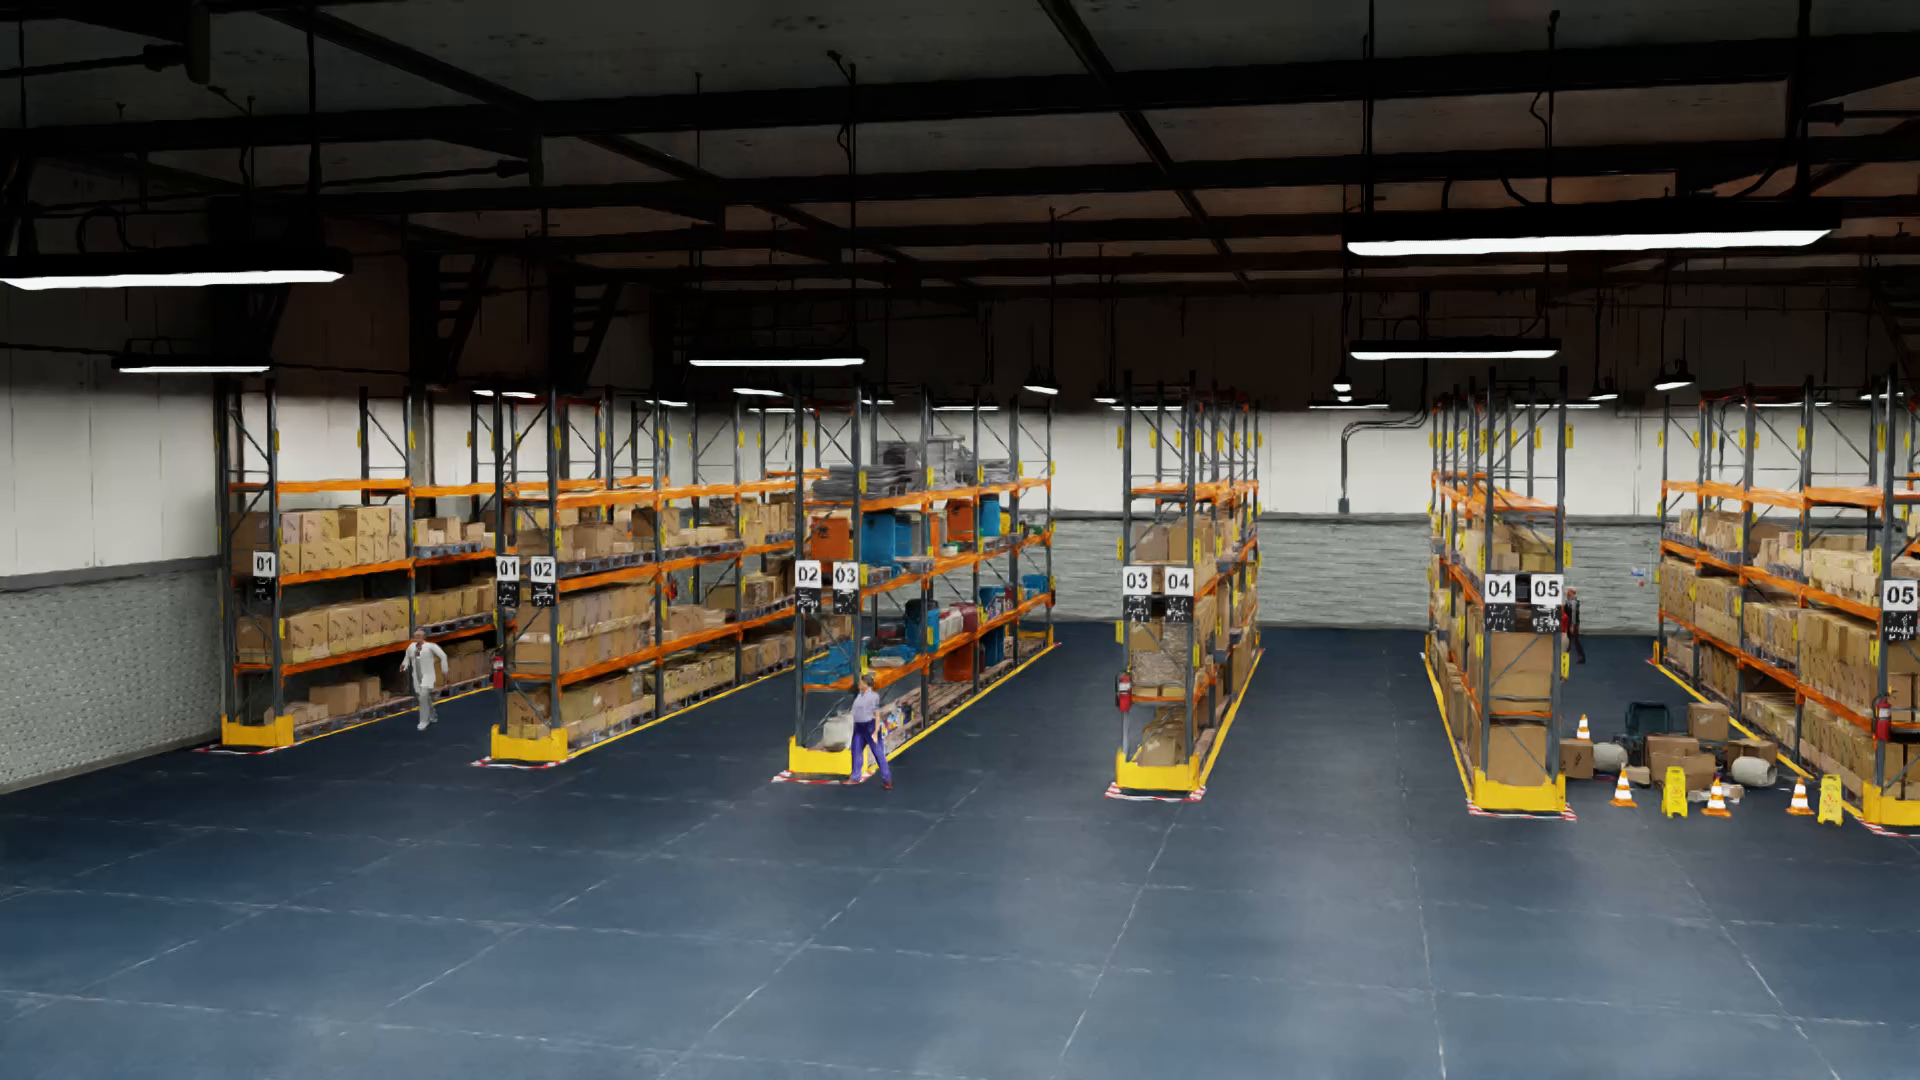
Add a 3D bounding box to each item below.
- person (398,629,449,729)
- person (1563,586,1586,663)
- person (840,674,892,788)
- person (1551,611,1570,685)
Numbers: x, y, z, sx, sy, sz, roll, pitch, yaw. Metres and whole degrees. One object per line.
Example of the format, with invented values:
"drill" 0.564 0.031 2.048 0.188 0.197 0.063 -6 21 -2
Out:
"person" -9.378 2.398 29.070 0.736 1.717 0.904 1 4 18
"person" 13.771 1.899 37.497 0.613 1.722 0.751 1 3 8
"person" -1.322 2.777 24.015 0.543 1.567 0.741 -3 4 -40
"person" 12.197 2.087 33.995 0.580 1.721 0.655 3 5 44
